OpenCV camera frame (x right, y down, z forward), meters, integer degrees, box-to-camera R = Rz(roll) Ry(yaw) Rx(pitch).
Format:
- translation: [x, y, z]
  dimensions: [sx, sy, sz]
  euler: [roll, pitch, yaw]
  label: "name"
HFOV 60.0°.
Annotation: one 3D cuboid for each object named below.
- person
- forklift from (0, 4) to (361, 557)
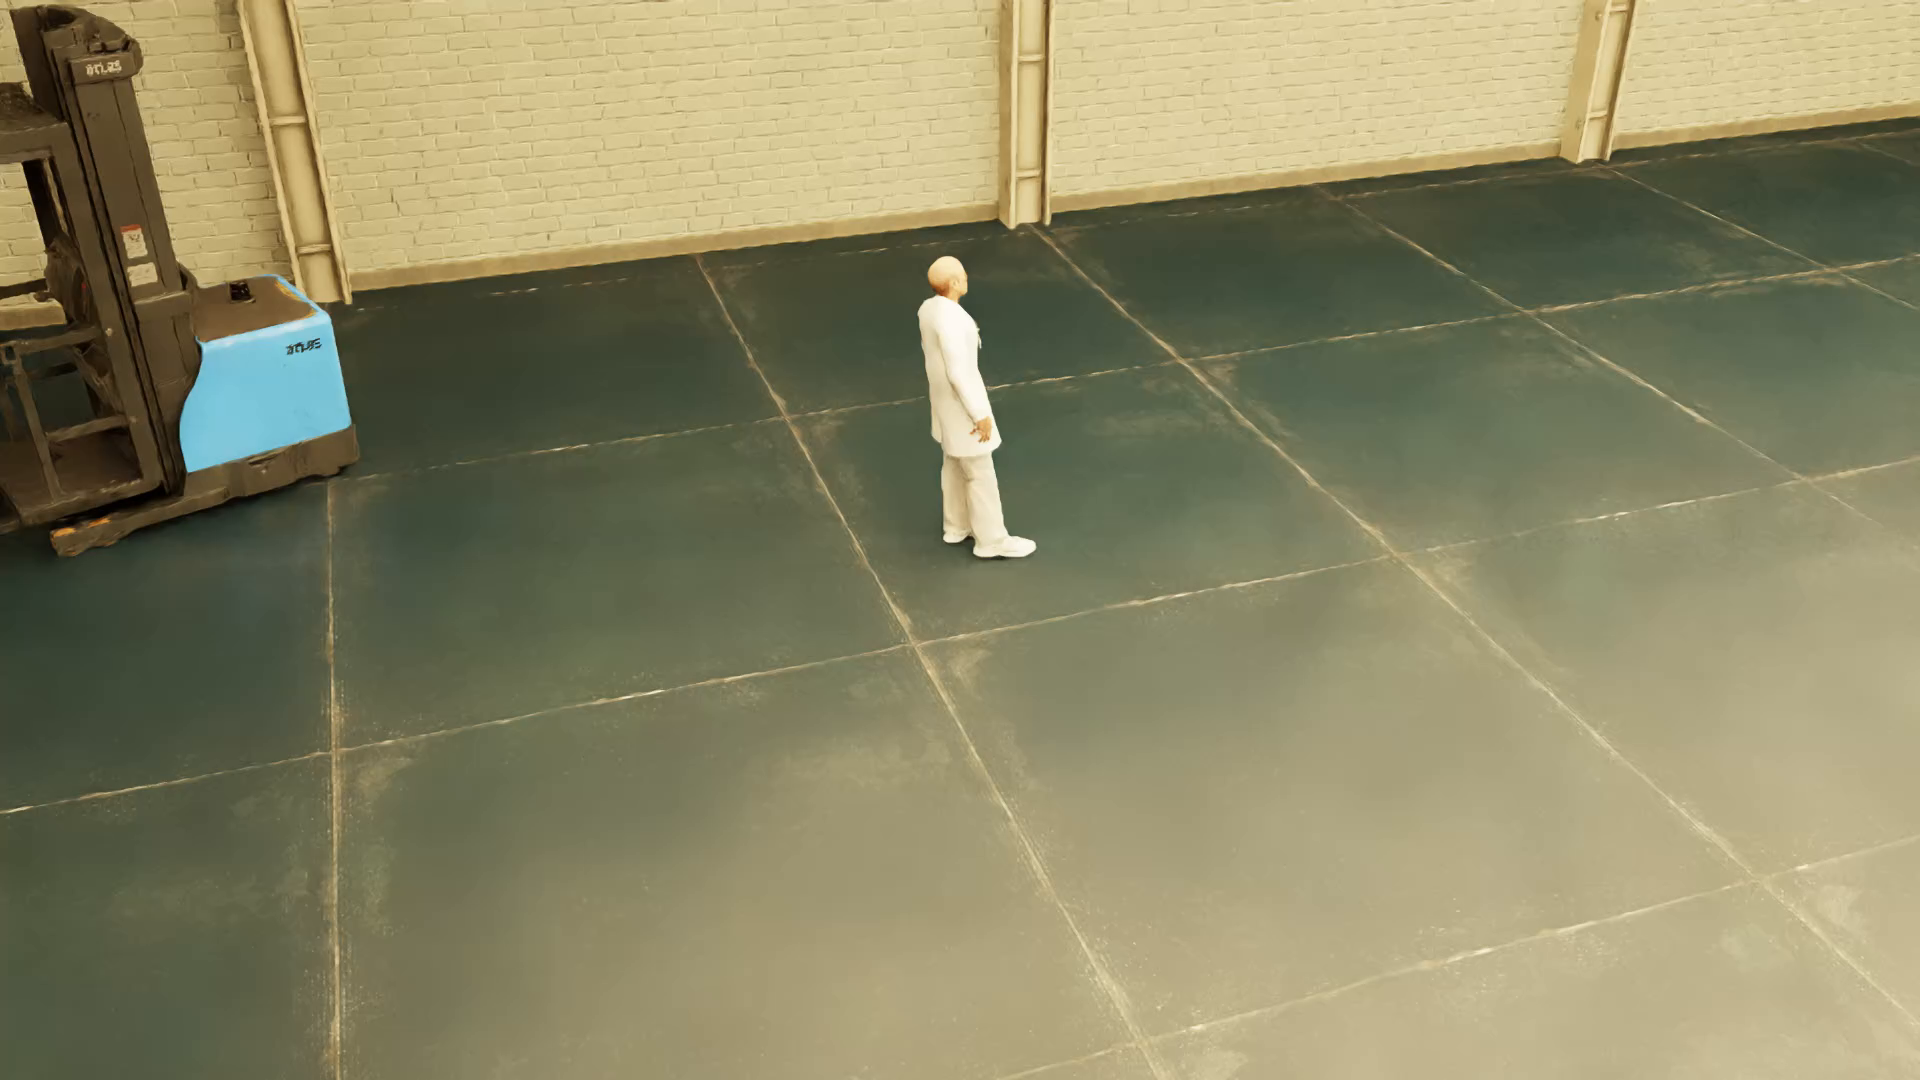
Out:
- translation: [0.088, -0.789, 9.600]
  dimensions: [0.579, 1.776, 0.694]
  euler: [-10, 31, -16]
  label: "person"
- translation: [-5.369, -1.467, 9.636]
  dimensions: [3.031, 2.935, 1.130]
  euler: [-22, 36, -33]
  label: "forklift"
